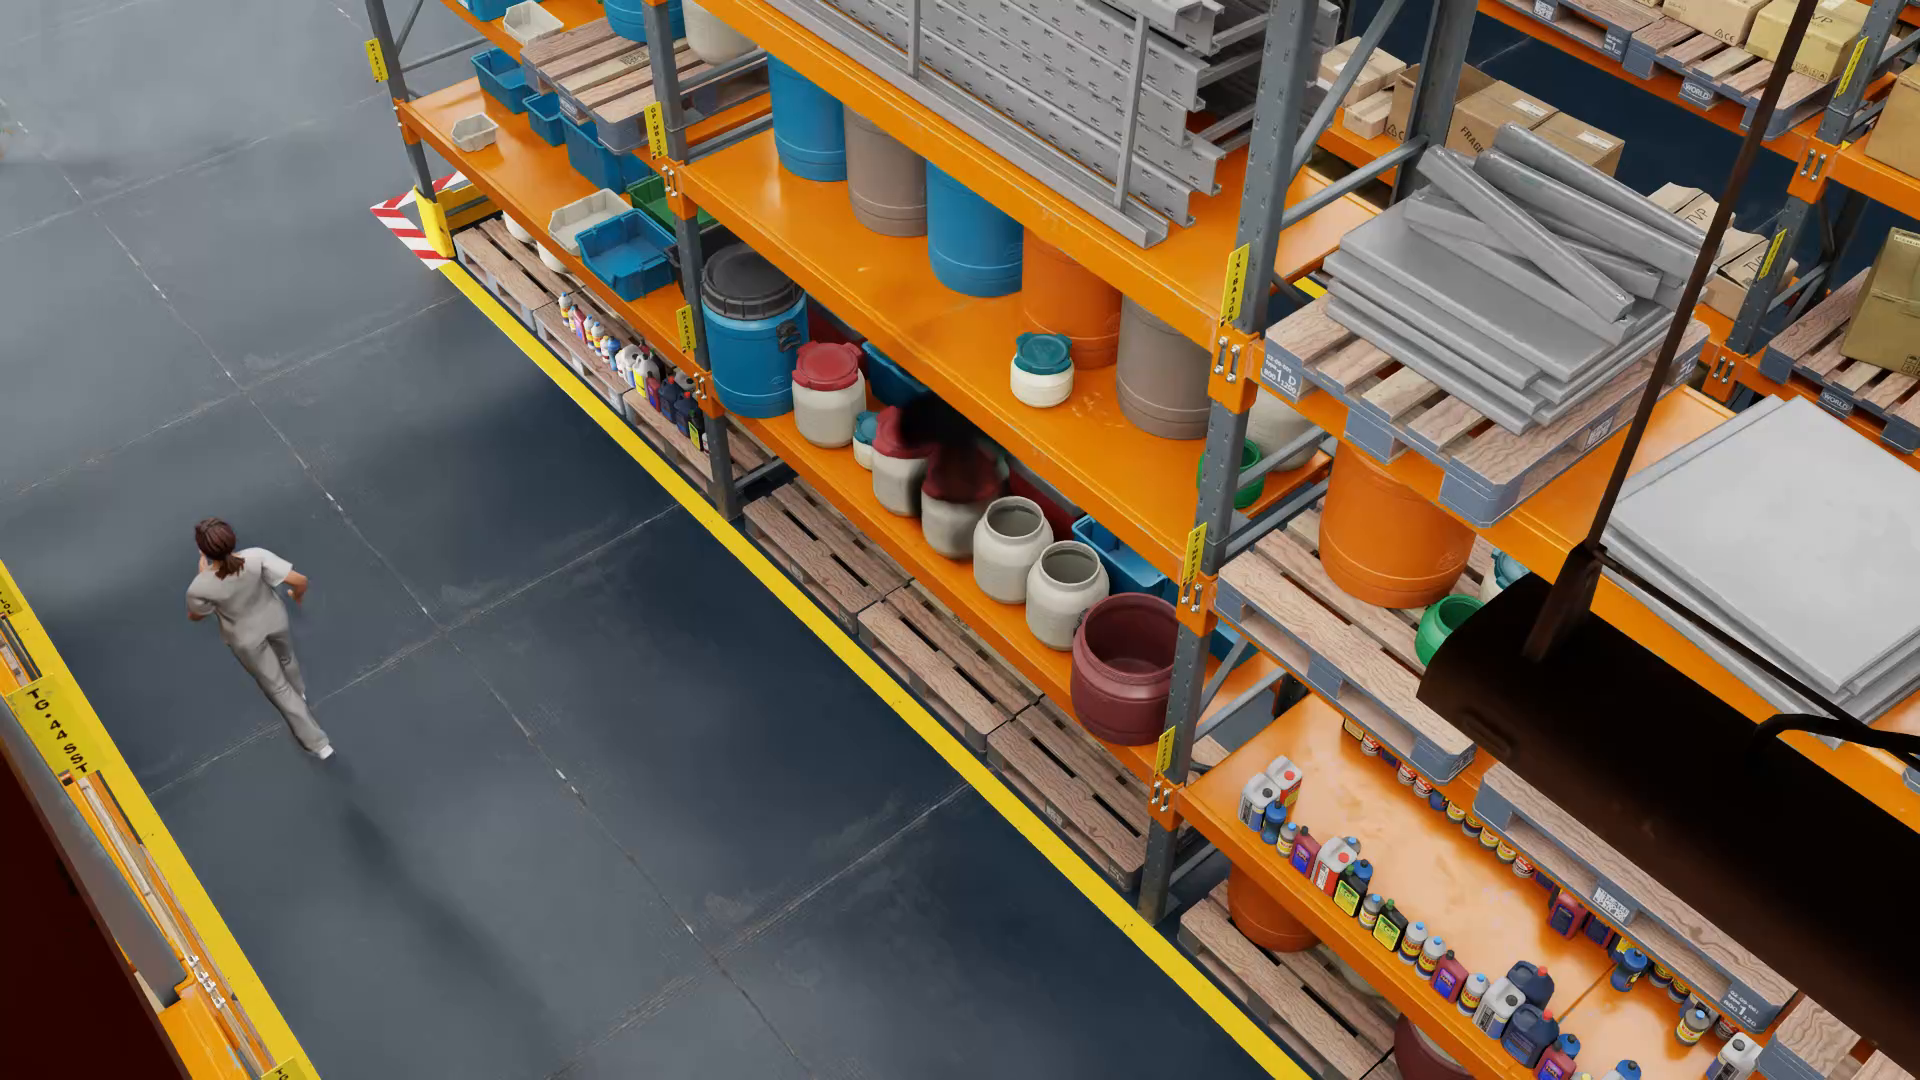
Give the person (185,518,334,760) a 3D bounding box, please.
[{"bbox_3d":[-3.755,0.505,8.935,0.776,1.736,0.541,32,55,27],"label":"person"}]
